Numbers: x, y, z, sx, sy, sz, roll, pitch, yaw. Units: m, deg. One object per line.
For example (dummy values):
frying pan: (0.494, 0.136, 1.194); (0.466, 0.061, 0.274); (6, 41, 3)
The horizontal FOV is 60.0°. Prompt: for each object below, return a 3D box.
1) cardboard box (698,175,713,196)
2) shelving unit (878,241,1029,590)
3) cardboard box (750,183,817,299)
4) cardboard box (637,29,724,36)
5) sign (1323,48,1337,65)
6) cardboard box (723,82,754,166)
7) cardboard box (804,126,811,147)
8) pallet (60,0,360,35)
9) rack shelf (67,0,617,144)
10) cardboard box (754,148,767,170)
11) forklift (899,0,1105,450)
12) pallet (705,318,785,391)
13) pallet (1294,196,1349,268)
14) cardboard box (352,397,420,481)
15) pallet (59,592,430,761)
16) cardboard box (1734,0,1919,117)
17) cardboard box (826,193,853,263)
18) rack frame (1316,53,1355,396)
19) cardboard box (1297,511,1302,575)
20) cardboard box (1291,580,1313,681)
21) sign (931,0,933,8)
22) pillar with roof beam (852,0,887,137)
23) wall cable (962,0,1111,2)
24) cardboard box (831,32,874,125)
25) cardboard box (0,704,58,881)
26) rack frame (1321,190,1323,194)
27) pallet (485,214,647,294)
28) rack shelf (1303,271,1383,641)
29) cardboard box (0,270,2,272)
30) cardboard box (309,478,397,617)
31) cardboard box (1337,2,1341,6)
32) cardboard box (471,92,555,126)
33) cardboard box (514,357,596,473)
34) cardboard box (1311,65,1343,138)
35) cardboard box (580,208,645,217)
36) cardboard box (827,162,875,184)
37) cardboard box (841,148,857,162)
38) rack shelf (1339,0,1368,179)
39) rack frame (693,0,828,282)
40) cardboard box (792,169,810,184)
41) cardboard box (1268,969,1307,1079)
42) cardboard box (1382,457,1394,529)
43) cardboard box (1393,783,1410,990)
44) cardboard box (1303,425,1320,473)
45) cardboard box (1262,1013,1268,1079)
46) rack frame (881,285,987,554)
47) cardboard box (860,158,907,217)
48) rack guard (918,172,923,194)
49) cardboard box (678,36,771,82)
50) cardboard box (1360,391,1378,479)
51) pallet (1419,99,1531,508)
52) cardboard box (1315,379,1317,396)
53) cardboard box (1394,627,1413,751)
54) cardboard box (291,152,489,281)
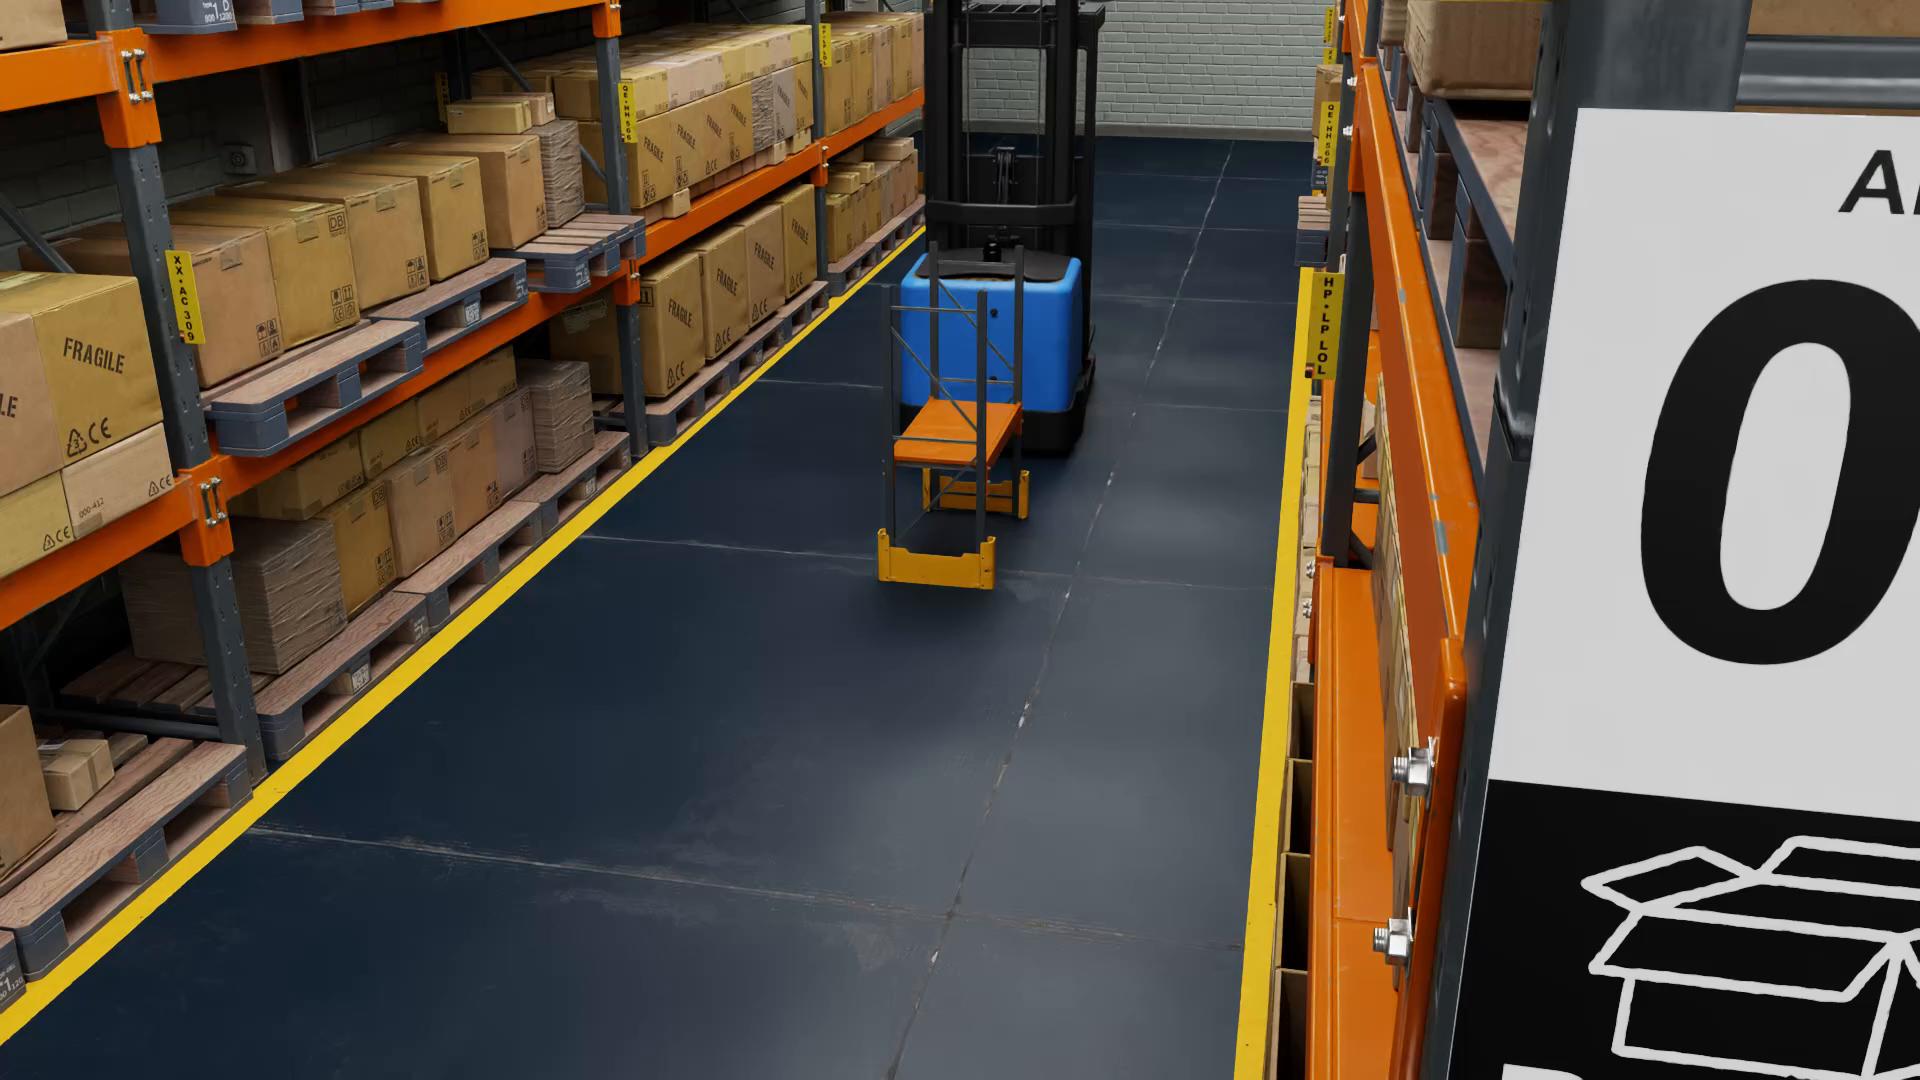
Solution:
cardboard box: (-1.876, -2.408, 11.127); (0.380, 0.149, 0.250); (5, 22, 12)
shelving unit: (-0.016, -0.668, 8.504); (0.587, 1.500, 1.083); (4, 22, 11)
cardboard box: (-1.595, -2.353, 12.996); (0.750, 0.750, 0.750); (5, 22, 12)
cardboard box: (-2.038, -3.604, 12.225); (0.500, 0.250, 0.500); (5, 22, 12)
sign: (2.728, -3.467, 12.287); (0.100, 0.325, 0.005); (4, 22, 11)
cardboard box: (-1.739, -2.855, 11.368); (0.500, 0.500, 0.500); (5, 22, 12)
cardboard box: (-1.381, -3.150, 12.970); (0.380, 0.149, 0.250); (5, 22, 11)
pallet: (-2.991, -1.999, 6.038); (1.213, 0.211, 1.003); (4, 22, 11)
rack shelf: (-2.814, -2.266, 7.413); (1.077, 0.370, 4.000); (4, 22, 11)
cardboard box: (-1.618, -2.779, 12.049); (0.380, 0.149, 0.250); (4, 22, 11)
forklift: (0.352, -2.415, 10.927); (1.130, 2.935, 3.031); (3, 22, 8)
pallet: (-1.920, -1.374, 11.982); (1.003, 0.211, 1.213); (4, 22, 11)
pallet: (2.514, -1.728, 9.386); (1.213, 0.211, 1.003); (4, 22, 11)
cardboard box: (-2.899, -0.492, 7.813); (0.500, 0.250, 0.500); (4, 22, 9)
pallet: (-3.064, 0.532, 7.251); (1.003, 0.211, 1.213); (4, 22, 11)
cardboard box: (0.934, -0.547, 1.293); (0.797, 0.503, 0.637); (6, 23, 15)
cardboard box: (-1.336, -2.704, 14.336); (0.700, 0.500, 0.500); (5, 22, 12)
rack frame: (2.445, -1.564, 8.721); (1.000, 3.000, 0.127); (4, 22, 11)
cardboard box: (1.849, 0.061, 7.806); (0.500, 0.250, 0.500); (4, 22, 10)
cardboard box: (1.531, 0.359, 6.315); (0.500, 0.311, 0.500); (5, 22, 12)
sign: (-0.245, -5.466, 16.544); (0.100, 0.325, 0.005); (4, 22, 11)
pillar with roof beam: (3.146, -8.374, 17.600); (9.100, 9.000, 0.400); (4, 22, 11)
wall cable: (0.731, -8.249, 21.448); (3.097, 2.526, 0.112); (4, 22, 11)
cardboard box: (-1.308, -4.006, 14.383); (0.980, 0.700, 0.700); (4, 22, 10)
cardboard box: (-3.394, 0.861, 5.458); (0.500, 0.500, 0.500); (3, 22, 7)
rack frame: (4.077, -4.489, 15.986); (1.000, 3.000, 0.127); (4, 22, 11)
pallet: (-2.447, -1.582, 9.024); (1.213, 0.211, 1.003); (4, 22, 11)
rack shelf: (2.037, -0.498, 7.039); (1.077, 0.370, 4.000); (4, 22, 11)
cardboard box: (-3.522, -0.609, 5.520); (0.500, 0.500, 0.500); (4, 22, 10)
cardboard box: (-3.031, 0.015, 7.558); (0.700, 0.500, 0.500); (4, 22, 10)
cardboard box: (3.316, -4.113, 13.579); (0.500, 0.500, 0.500); (5, 22, 11)
cardboard box: (-2.446, -2.363, 9.114); (0.380, 0.149, 0.250); (2, 22, 4)
cardboard box: (-2.501, -0.717, 9.376); (0.700, 0.500, 0.500); (5, 22, 12)
cardboard box: (2.945, -3.111, 11.868); (0.700, 0.500, 0.500); (-3, 22, -7)
cardboard box: (-2.112, -1.935, 9.953); (0.380, 0.149, 0.250); (4, 22, 10)
cardboard box: (-0.981, -3.307, 14.965); (0.380, 0.149, 0.250); (4, 22, 9)
cardboard box: (-1.194, -3.629, 15.765); (0.380, 0.149, 0.250); (5, 22, 12)
rack shelf: (2.037, -1.890, 6.479); (1.077, 0.370, 4.000); (4, 22, 11)
rack frame: (-1.589, -3.403, 13.287); (1.000, 3.000, 0.127); (4, 22, 11)
cardboard box: (-1.402, -3.256, 14.839); (0.380, 0.149, 0.250); (4, 22, 9)
cardboard box: (0.924, 1.327, 3.659); (0.500, 0.500, 0.500); (4, 22, 11)
cardboard box: (1.230, -0.082, 4.040); (0.380, 0.149, 0.250); (4, 22, 10)
cardboard box: (1.233, 0.580, 3.265); (0.700, 0.500, 0.500); (5, 23, 13)
cardboard box: (1.952, -0.381, 8.153); (0.500, 0.311, 0.500); (4, 22, 10)
cardboard box: (1.023, 1.491, 4.254); (0.500, 0.250, 0.500); (4, 22, 11)
rack frame: (-0.121, -0.479, 8.034); (0.500, 1.500, 0.032); (4, 22, 11)
cardboard box: (-0.920, -3.454, 16.199); (0.700, 0.500, 0.500); (4, 22, 11)
rack guard: (-0.768, -3.715, 17.409); (1.175, 0.500, 0.348); (4, 22, 11)
cardboard box: (-1.652, -3.381, 11.671); (0.500, 0.250, 0.500); (5, 22, 12)
cardboard box: (1.628, -0.374, 5.947); (0.396, 0.266, 0.258); (4, 22, 10)
pallet: (0.982, -0.245, 1.550); (1.003, 0.211, 1.213); (4, 22, 11)
cardboard box: (2.406, -0.968, 9.999); (0.500, 0.500, 0.500); (5, 23, 13)
cardboard box: (1.018, 0.293, 3.108); (0.380, 0.149, 0.250); (4, 22, 10)
cardboard box: (-2.724, -1.560, 7.990); (0.700, 0.500, 0.500); (4, 22, 11)
